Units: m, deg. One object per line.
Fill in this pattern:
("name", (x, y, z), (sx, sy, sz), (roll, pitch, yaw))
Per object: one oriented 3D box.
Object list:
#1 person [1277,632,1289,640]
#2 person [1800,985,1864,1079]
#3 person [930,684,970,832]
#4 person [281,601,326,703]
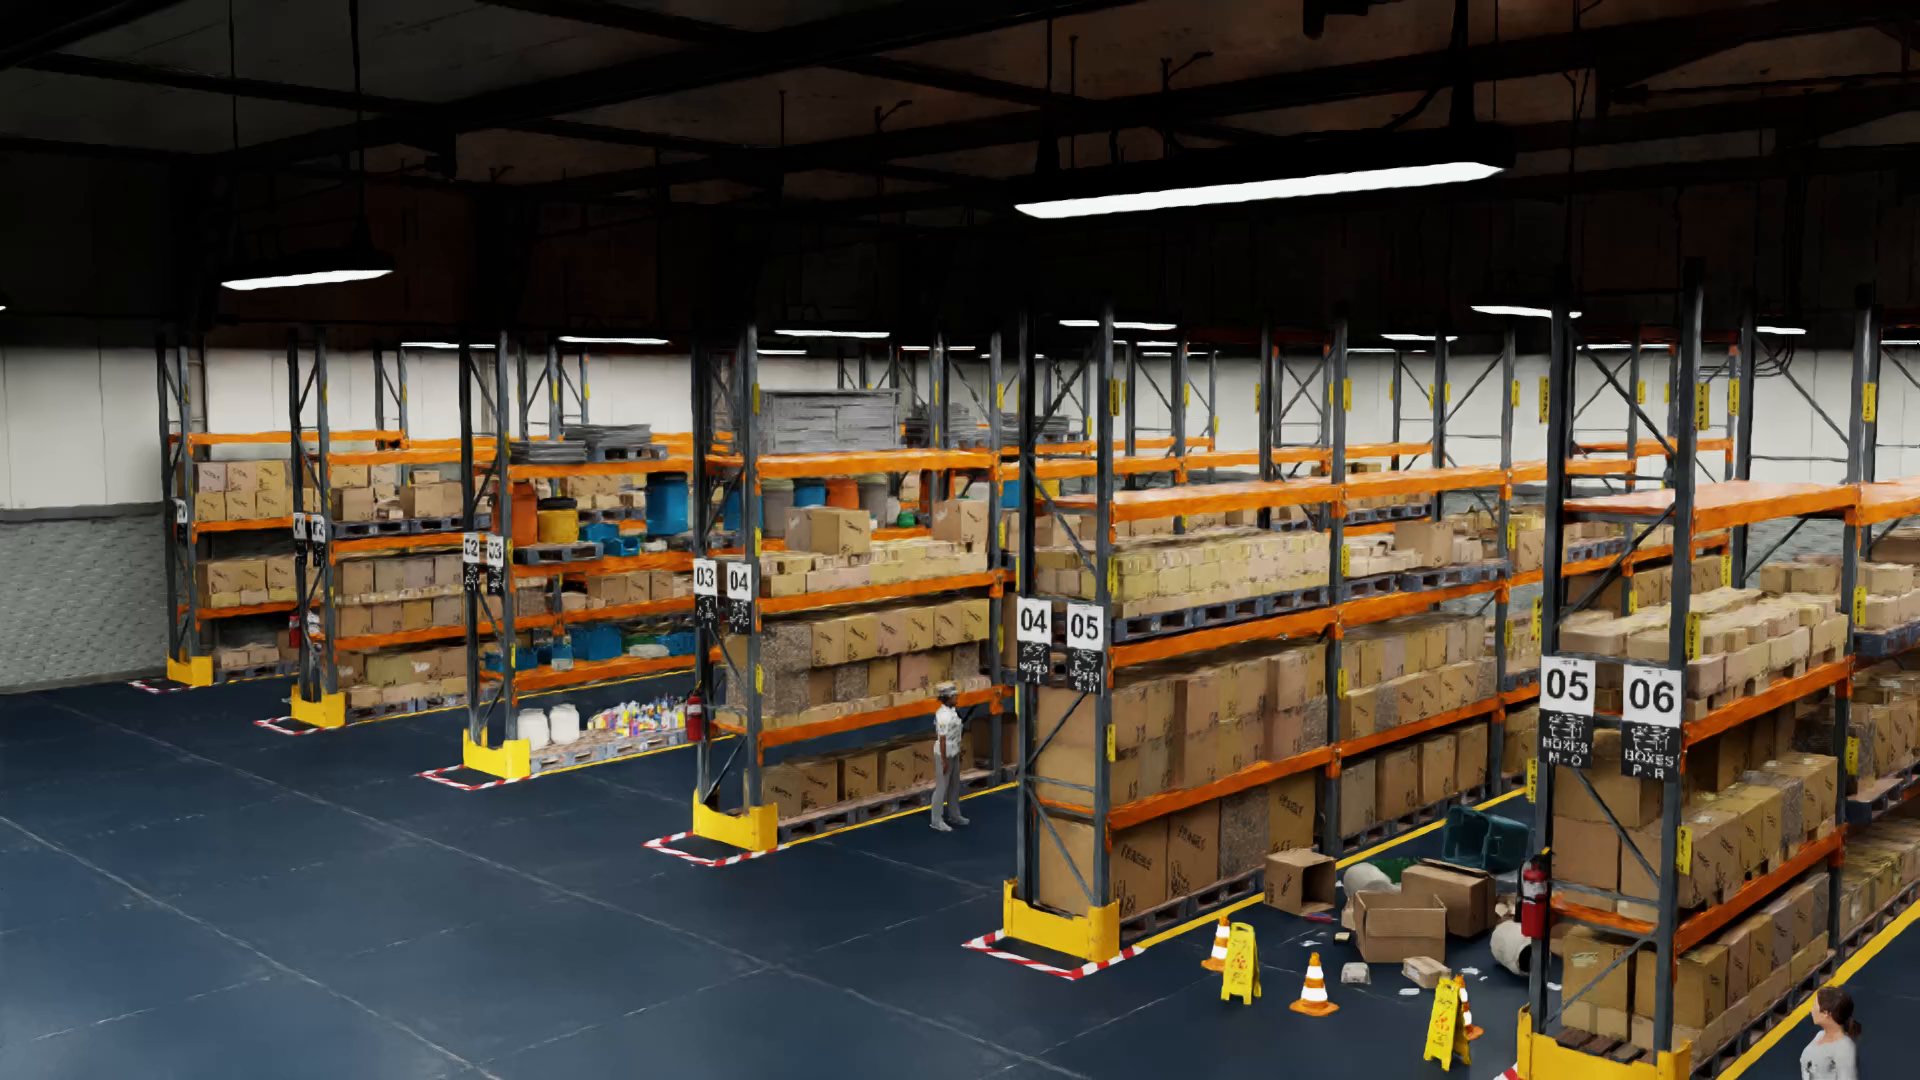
("person", (4.746, 2.117, 24.186), (0.625, 1.580, 0.517), (5, 7, 40))
("person", (5.075, 3.423, 9.624), (0.386, 1.666, 0.563), (1, 5, 12))
("person", (-0.108, 2.508, 19.319), (0.422, 1.677, 0.502), (1, 6, 14))
("person", (-10.590, 1.775, 27.044), (1.125, 1.675, 0.542), (-5, 7, -44))
